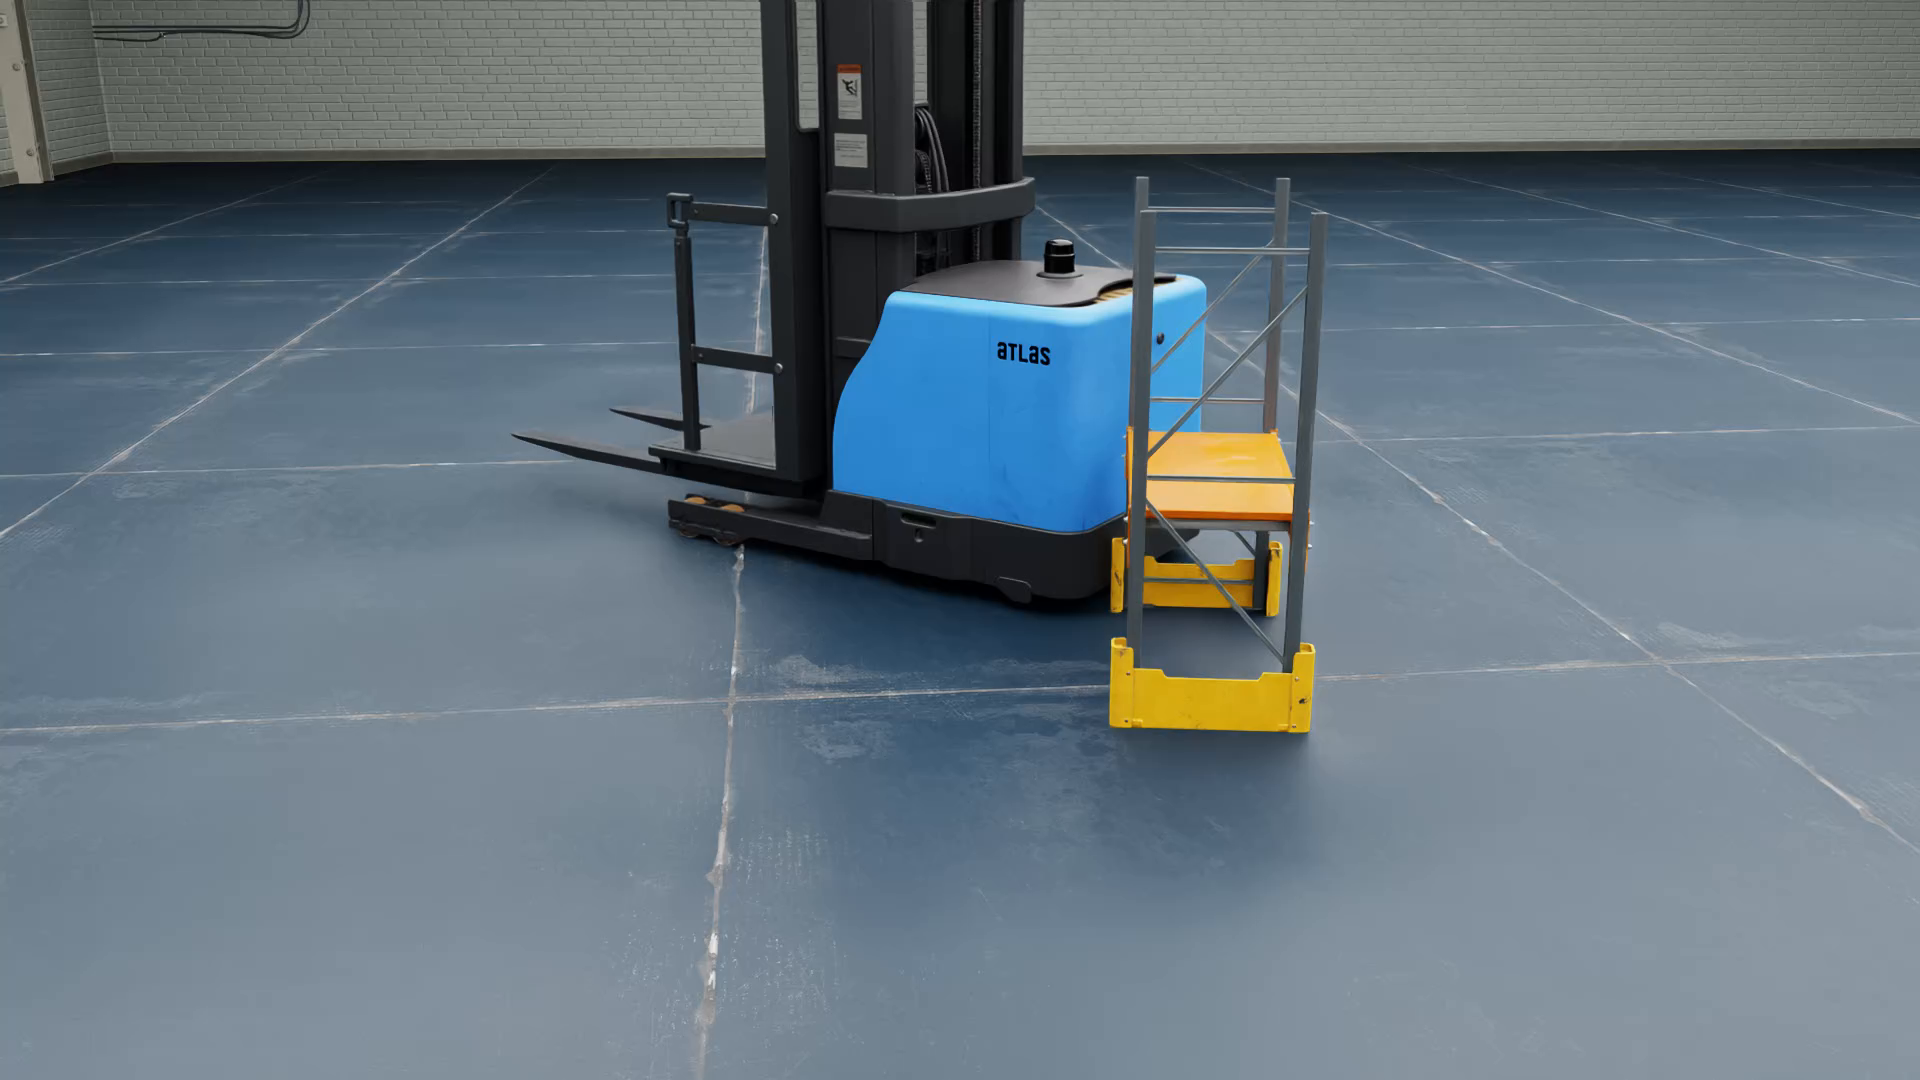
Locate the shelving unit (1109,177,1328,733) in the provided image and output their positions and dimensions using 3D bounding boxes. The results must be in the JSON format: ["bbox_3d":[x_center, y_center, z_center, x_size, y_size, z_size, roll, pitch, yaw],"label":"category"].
[{"bbox_3d":[0.783,-0.318,5.185,0.587,1.500,1.083,2,17,5],"label":"shelving unit"}]

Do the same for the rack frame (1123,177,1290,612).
[{"bbox_3d":[0.829,-0.472,5.677,0.500,1.500,0.032,2,17,5],"label":"rack frame"}]

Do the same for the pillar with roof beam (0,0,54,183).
[{"bbox_3d":[-7.541,-9.008,20.346,9.100,9.000,0.400,-2,18,-6],"label":"pillar with roof beam"}]

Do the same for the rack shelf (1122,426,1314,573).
[{"bbox_3d":[0.784,-0.149,5.248,0.538,0.185,1.000,2,17,5],"label":"rack shelf"}]

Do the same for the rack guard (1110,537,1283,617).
[{"bbox_3d":[0.827,0.130,5.846,0.587,0.250,0.087,2,17,5],"label":"rack guard"}]

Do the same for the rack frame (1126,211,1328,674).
[{"bbox_3d":[0.738,-0.169,4.711,0.500,1.500,0.032,2,17,5],"label":"rack frame"}]

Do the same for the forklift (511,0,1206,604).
[{"bbox_3d":[-0.569,-1.493,6.538,3.031,2.935,1.130,11,21,32],"label":"forklift"}]

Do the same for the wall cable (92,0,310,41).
[{"bbox_3d":[-10.812,-8.312,23.313,3.097,2.526,0.112,-2,18,-6],"label":"wall cable"}]

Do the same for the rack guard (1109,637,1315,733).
[{"bbox_3d":[0.739,0.427,4.899,0.587,0.250,0.087,2,17,5],"label":"rack guard"}]
